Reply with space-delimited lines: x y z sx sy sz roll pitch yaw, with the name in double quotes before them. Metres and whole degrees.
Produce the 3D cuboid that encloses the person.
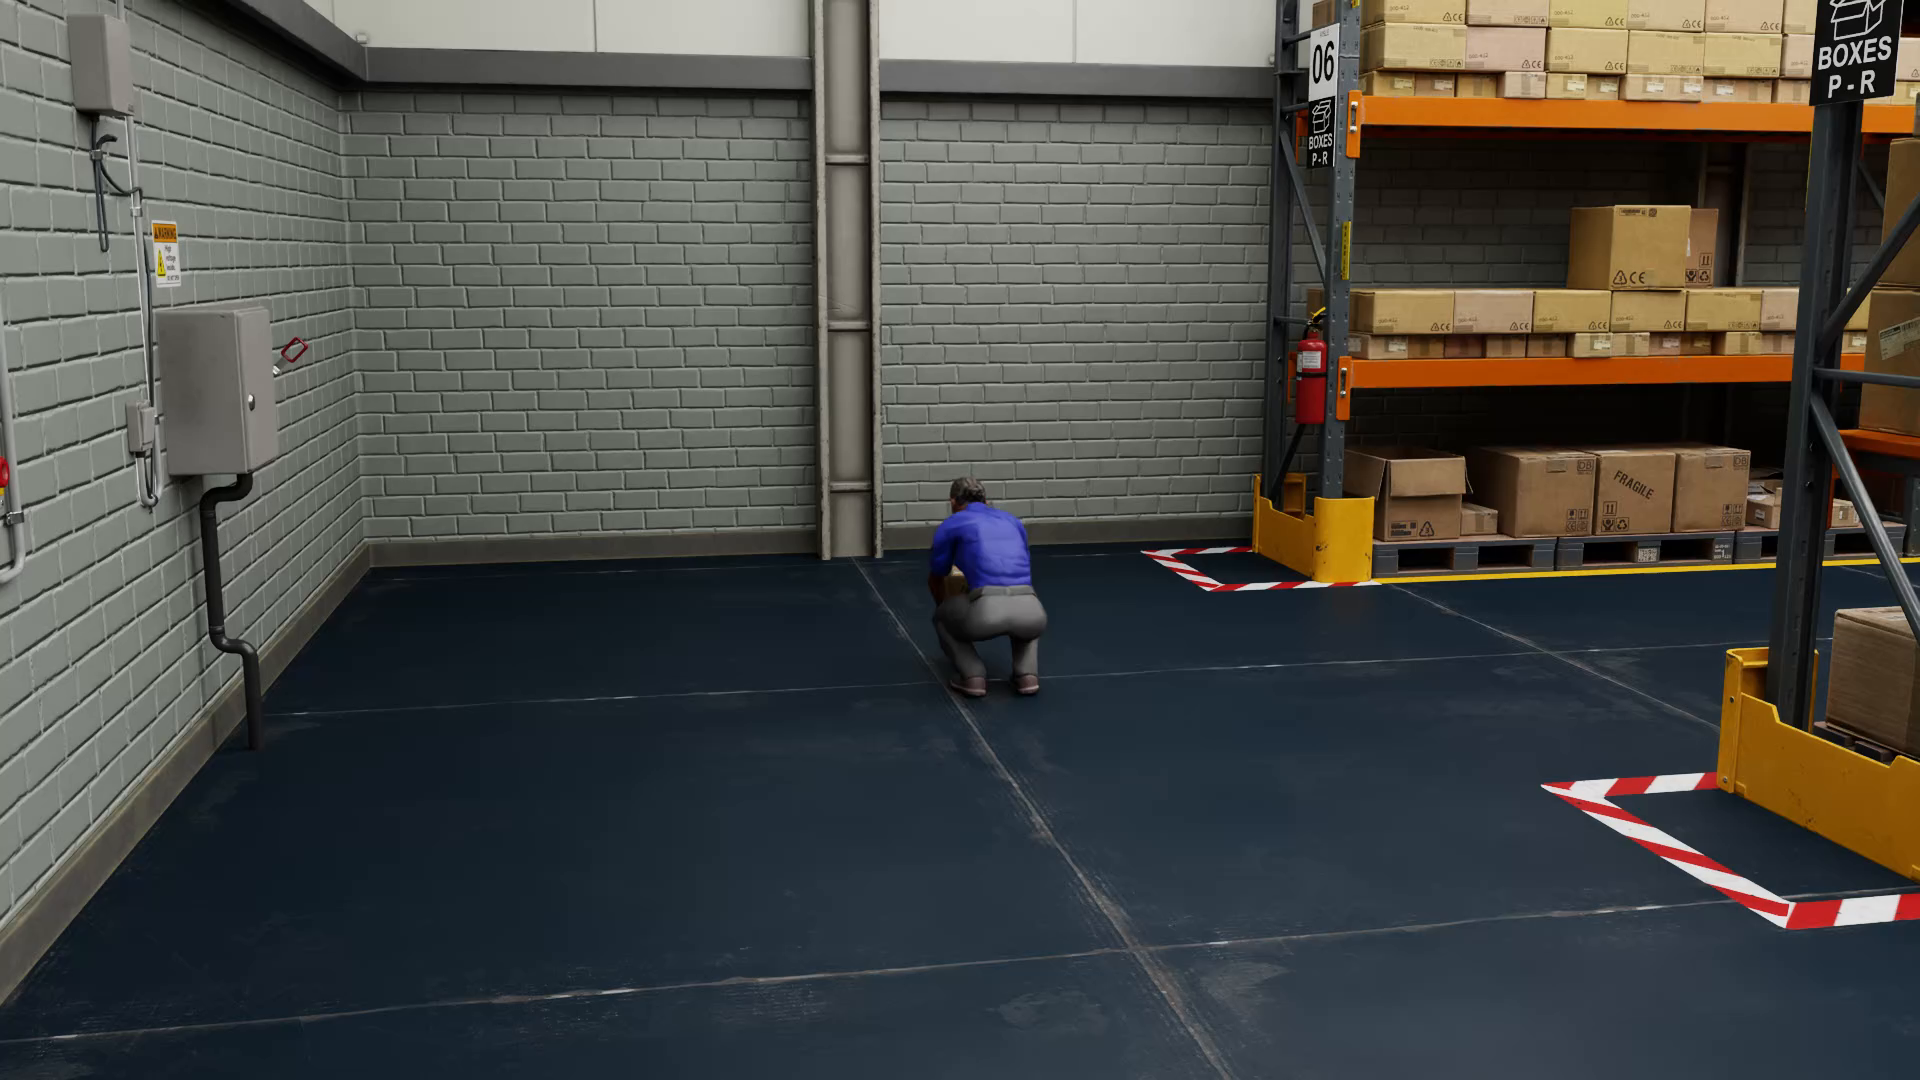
"person" 0.125 0.195 7.493 0.495 0.923 0.827 -2 10 -11
